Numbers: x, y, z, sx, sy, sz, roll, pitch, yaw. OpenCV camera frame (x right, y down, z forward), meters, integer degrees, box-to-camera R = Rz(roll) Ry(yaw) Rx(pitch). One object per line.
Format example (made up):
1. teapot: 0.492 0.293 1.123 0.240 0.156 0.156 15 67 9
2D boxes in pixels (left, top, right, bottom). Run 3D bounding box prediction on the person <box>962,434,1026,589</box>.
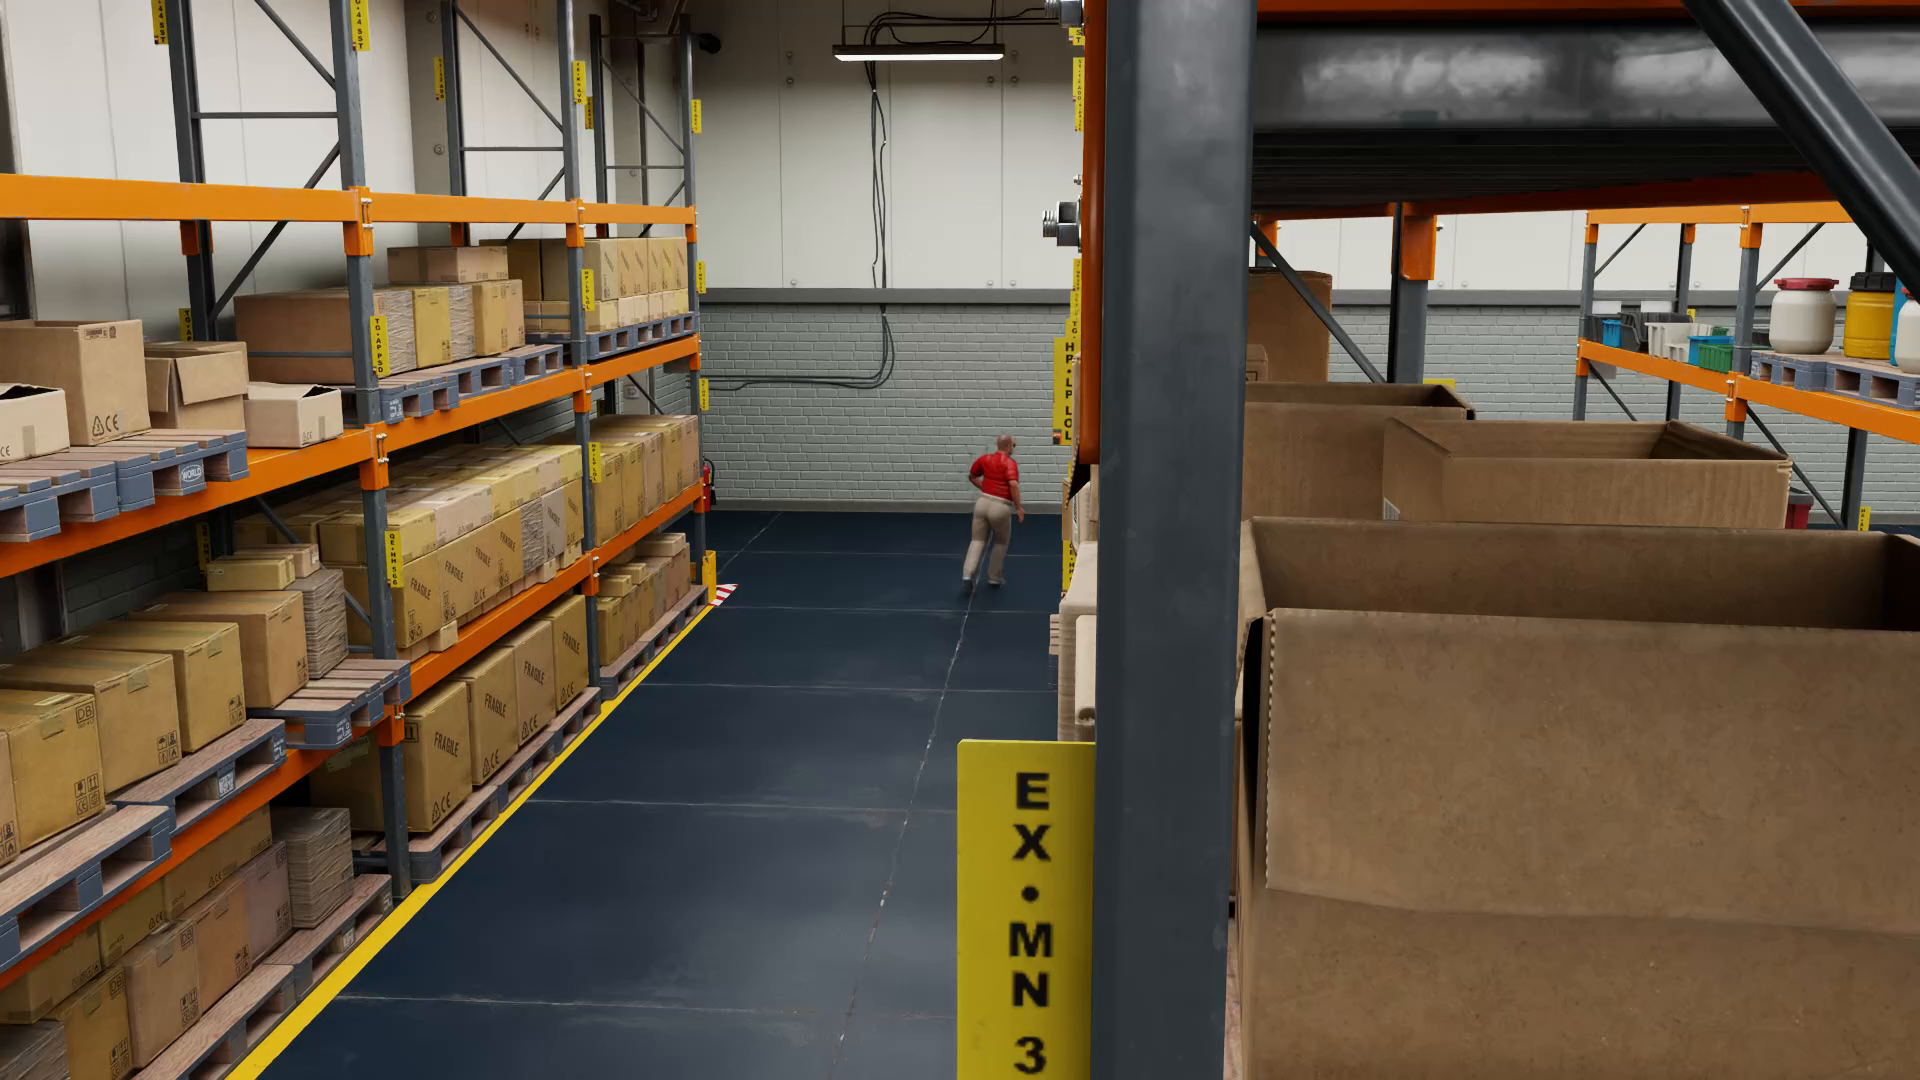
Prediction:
1. person: 0.377 -0.290 18.052 0.702 1.714 0.882 6 12 27
